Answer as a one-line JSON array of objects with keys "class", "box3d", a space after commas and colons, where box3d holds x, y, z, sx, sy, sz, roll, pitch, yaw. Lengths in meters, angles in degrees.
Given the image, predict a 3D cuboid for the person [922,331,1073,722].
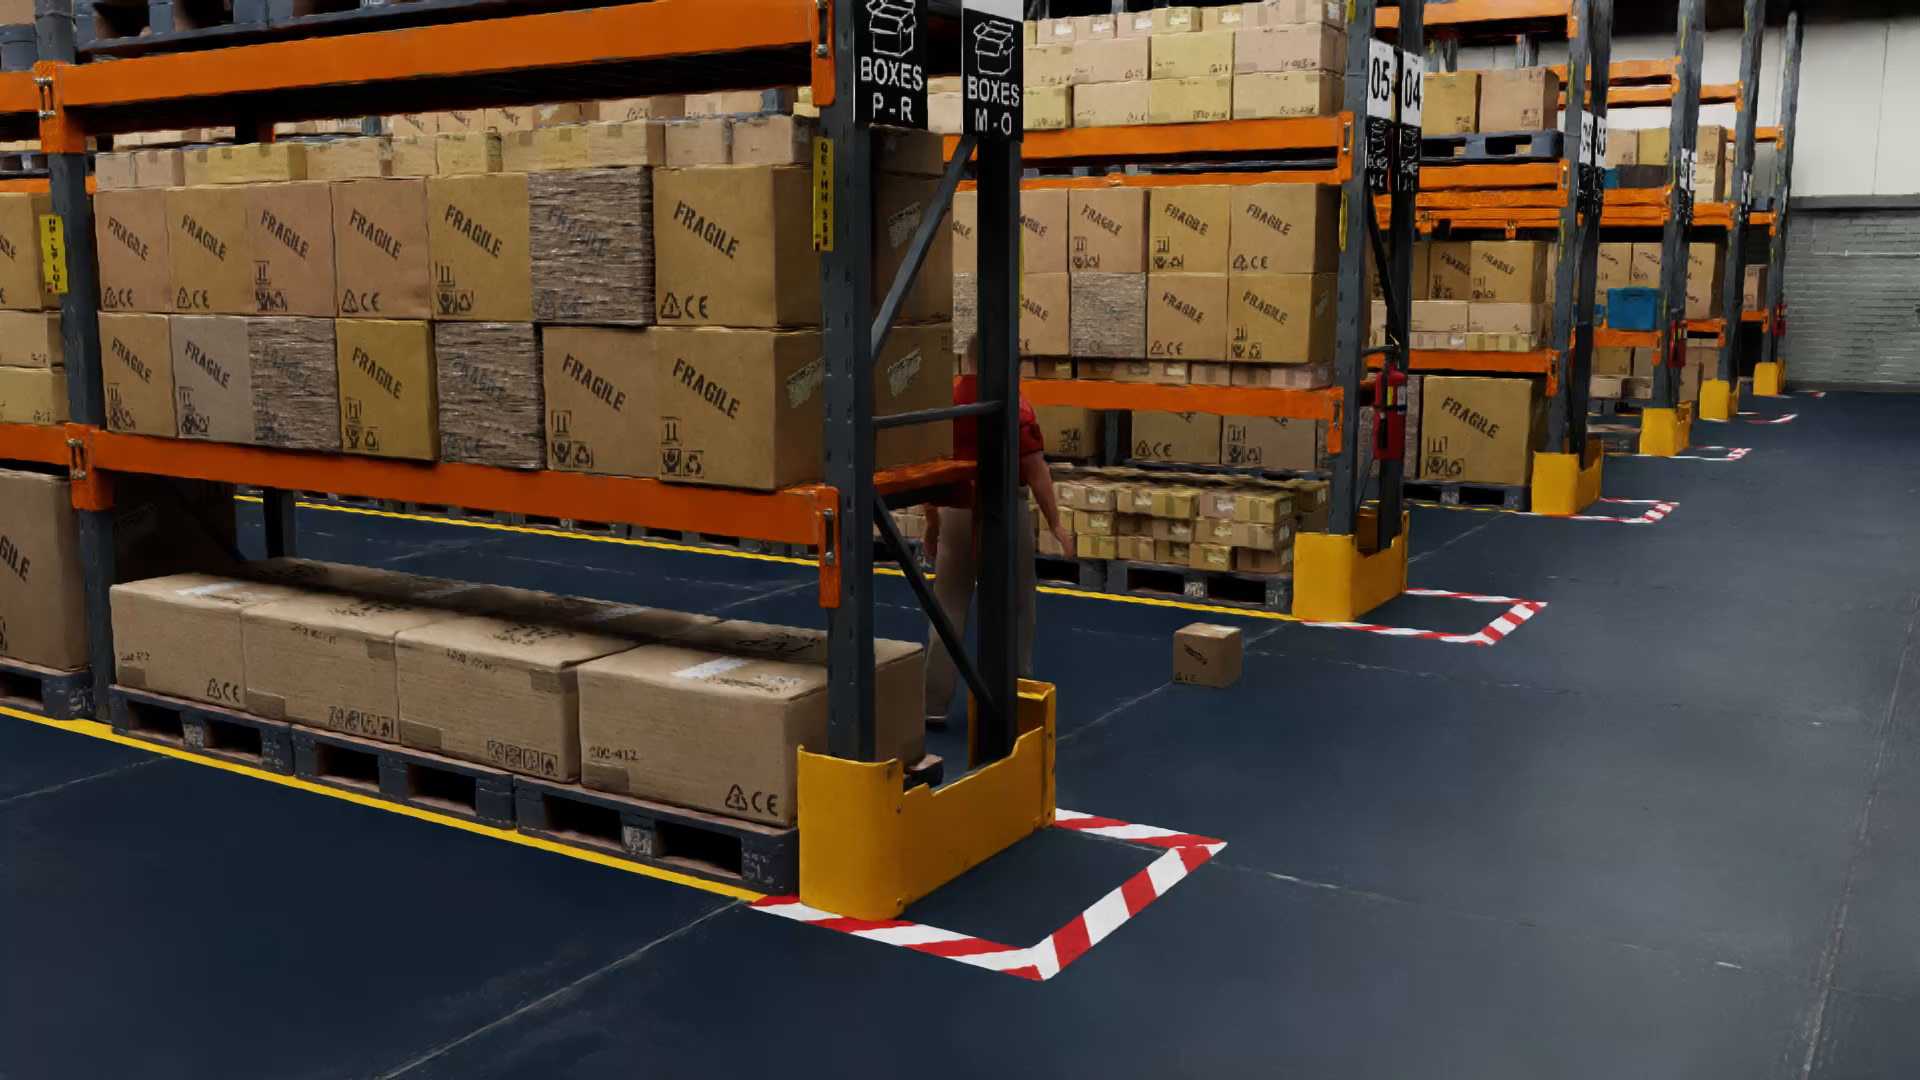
[{"class": "person", "box3d": [0.151, -0.065, 7.285, 0.756, 1.710, 0.631, 4, 10, 25]}]
